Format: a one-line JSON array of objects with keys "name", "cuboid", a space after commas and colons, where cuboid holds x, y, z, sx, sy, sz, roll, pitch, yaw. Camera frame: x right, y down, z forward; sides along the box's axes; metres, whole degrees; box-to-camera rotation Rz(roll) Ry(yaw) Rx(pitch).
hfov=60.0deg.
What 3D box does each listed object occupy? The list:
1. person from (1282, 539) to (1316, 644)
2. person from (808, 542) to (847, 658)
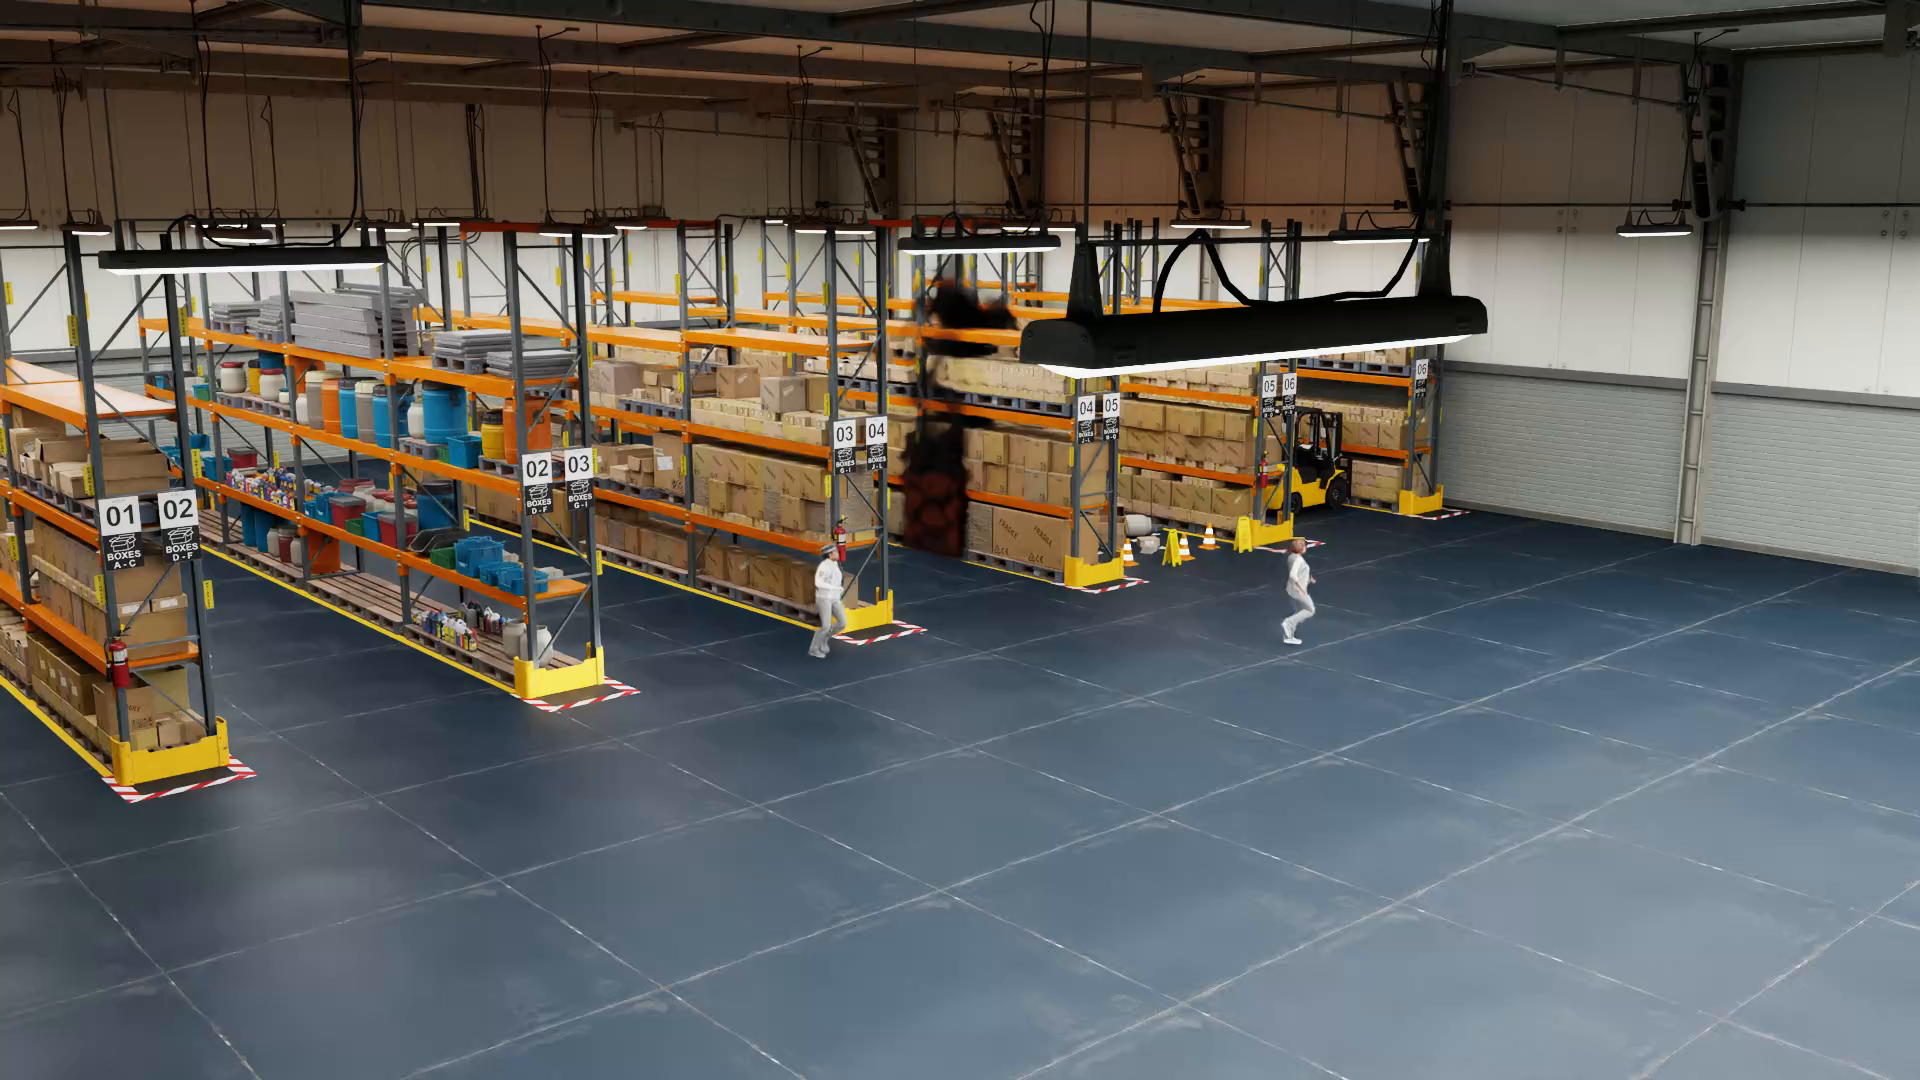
[{"name": "person", "cuboid": [4.942, 0.753, 24.217, 0.537, 1.558, 0.534, -2, 12, -8]}, {"name": "person", "cuboid": [-1.815, 0.831, 23.620, 0.538, 1.627, 0.623, 6, 13, 28]}]
